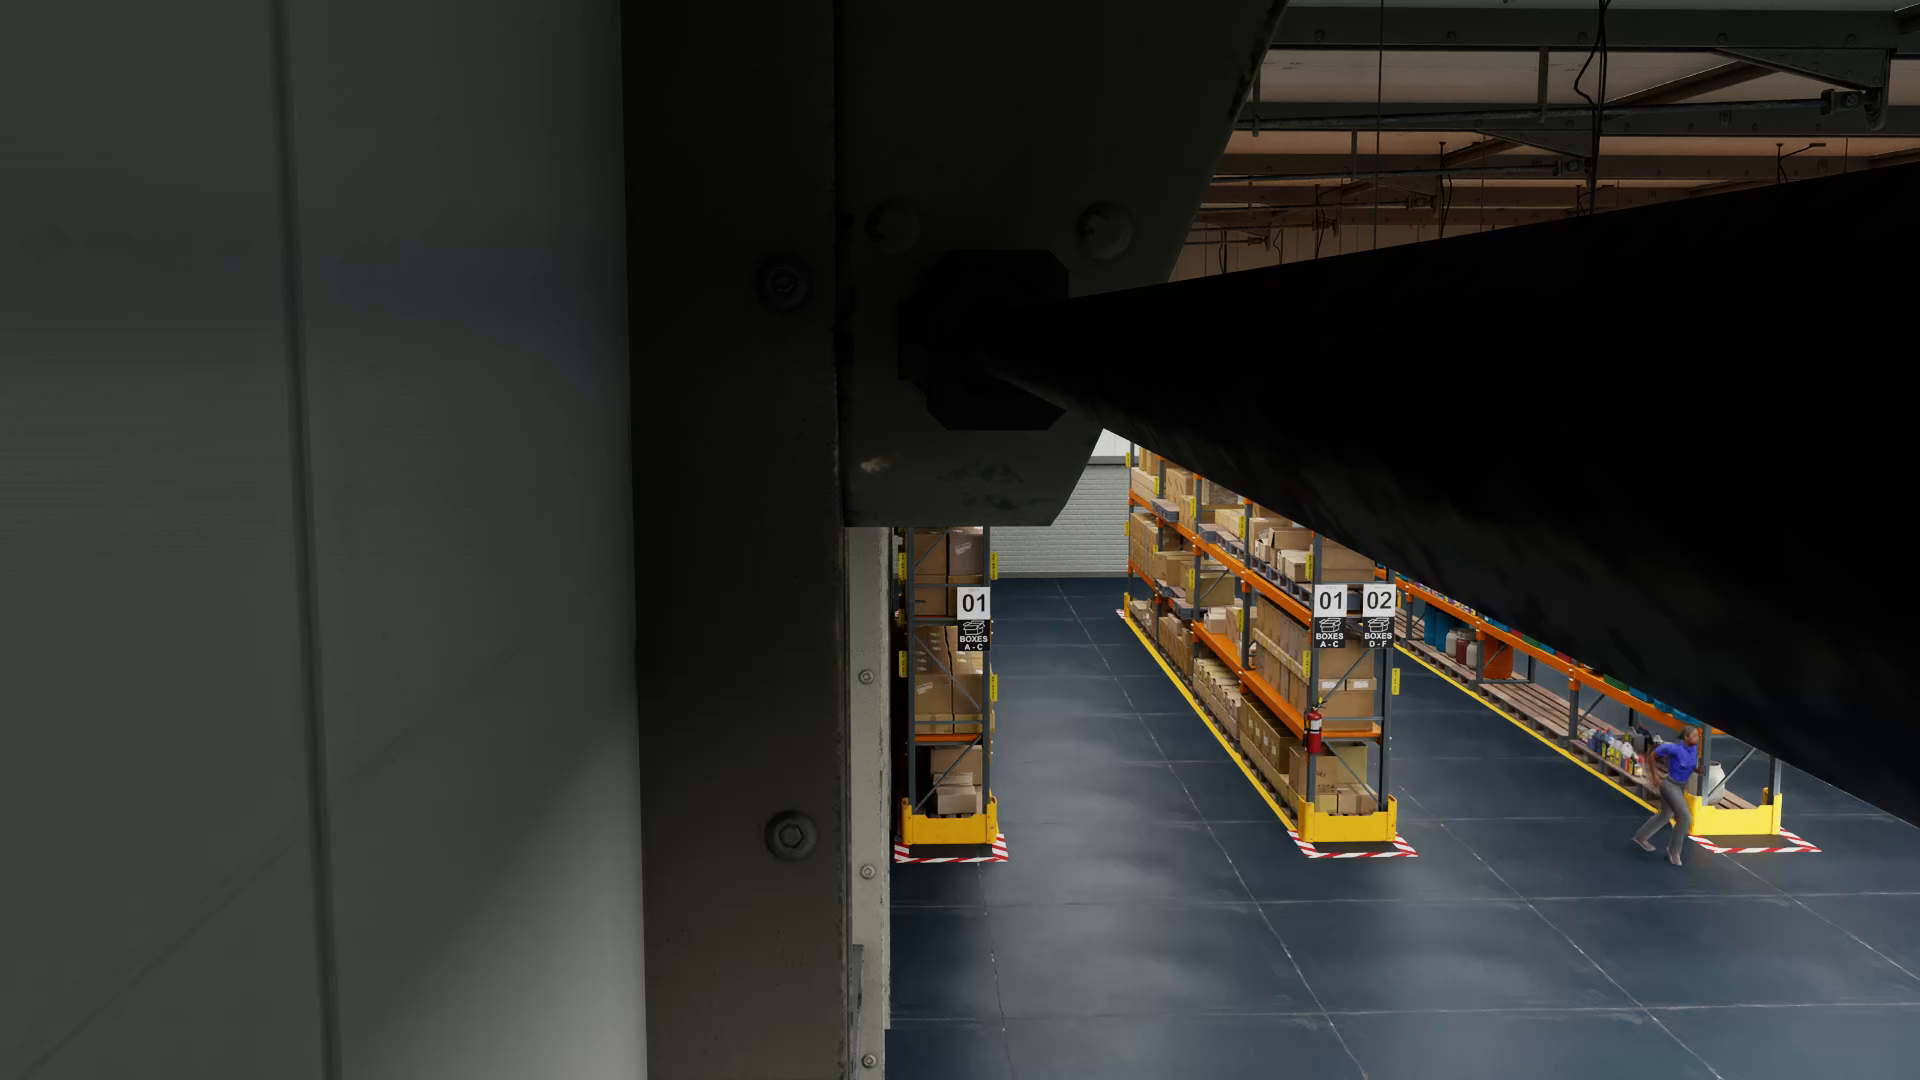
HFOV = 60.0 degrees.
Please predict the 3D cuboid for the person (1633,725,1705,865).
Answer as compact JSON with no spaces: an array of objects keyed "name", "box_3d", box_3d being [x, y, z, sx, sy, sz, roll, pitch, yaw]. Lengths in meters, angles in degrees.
[{"name":"person","box_3d":[8.496,3.026,19.859,0.569,1.706,0.779,-6,10,-40]}]
